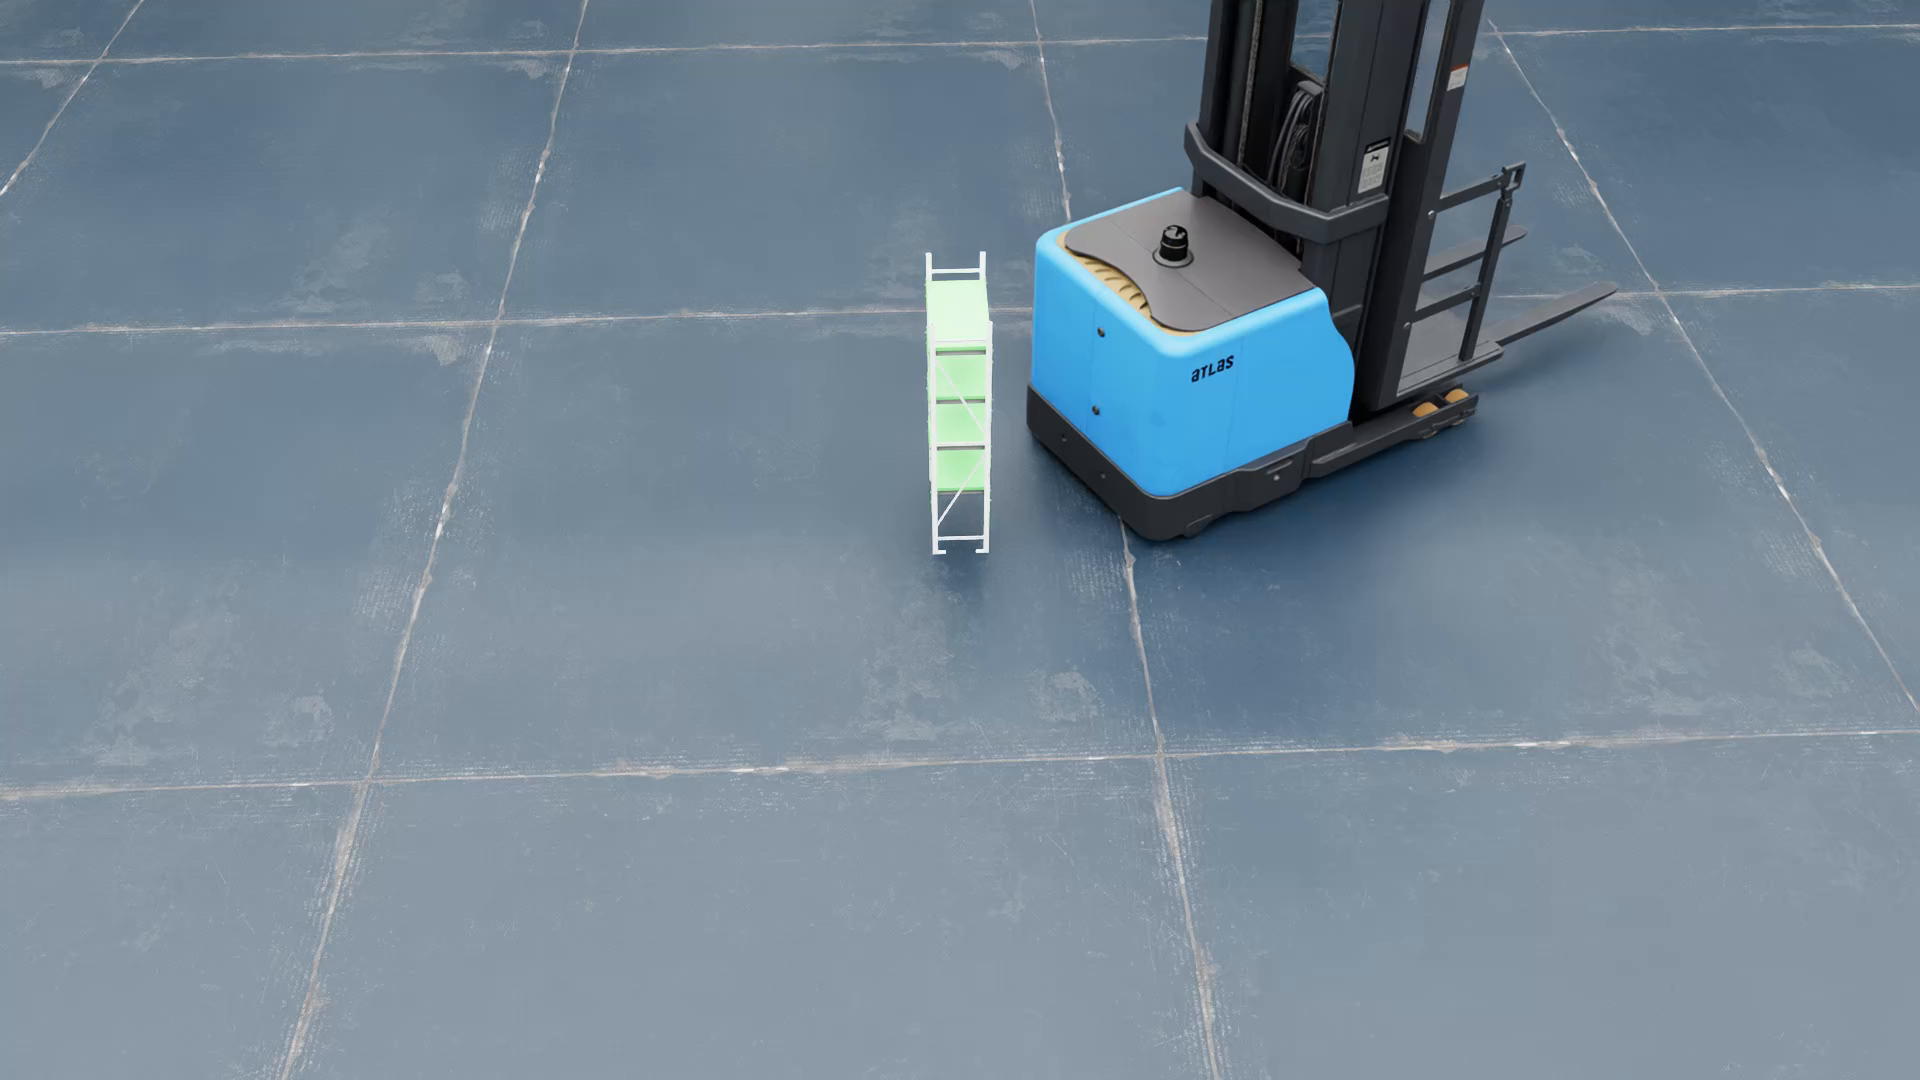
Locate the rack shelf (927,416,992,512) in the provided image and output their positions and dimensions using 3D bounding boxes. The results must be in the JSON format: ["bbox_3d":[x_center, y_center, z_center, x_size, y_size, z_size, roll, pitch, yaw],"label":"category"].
[{"bbox_3d":[-0.007,-0.330,7.172,0.258,0.148,0.480,-2,43,-2],"label":"rack shelf"}]

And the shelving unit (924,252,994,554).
[{"bbox_3d":[-0.007,-0.554,6.966,0.258,1.200,0.503,-2,43,-2],"label":"shelving unit"}]

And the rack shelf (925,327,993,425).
[{"bbox_3d":[-0.007,-0.684,6.848,0.258,0.148,0.480,-2,43,-2],"label":"rack shelf"}]

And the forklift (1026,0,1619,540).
[{"bbox_3d":[1.832,-1.837,7.085,3.031,2.935,1.130,-23,47,-23],"label":"forklift"}]

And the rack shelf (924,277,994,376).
[{"bbox_3d":[-0.007,-0.861,6.685,0.258,0.148,0.480,-2,43,-2],"label":"rack shelf"}]

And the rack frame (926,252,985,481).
[{"bbox_3d":[-0.017,-0.719,7.146,0.240,1.200,0.015,-2,43,-2],"label":"rack frame"}]

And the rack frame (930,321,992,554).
[{"bbox_3d":[0.003,-0.389,6.787,0.240,1.200,0.015,-2,43,-2],"label":"rack frame"}]

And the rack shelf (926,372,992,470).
[{"bbox_3d":[-0.007,-0.507,7.010,0.258,0.148,0.480,-2,43,-2],"label":"rack shelf"}]
